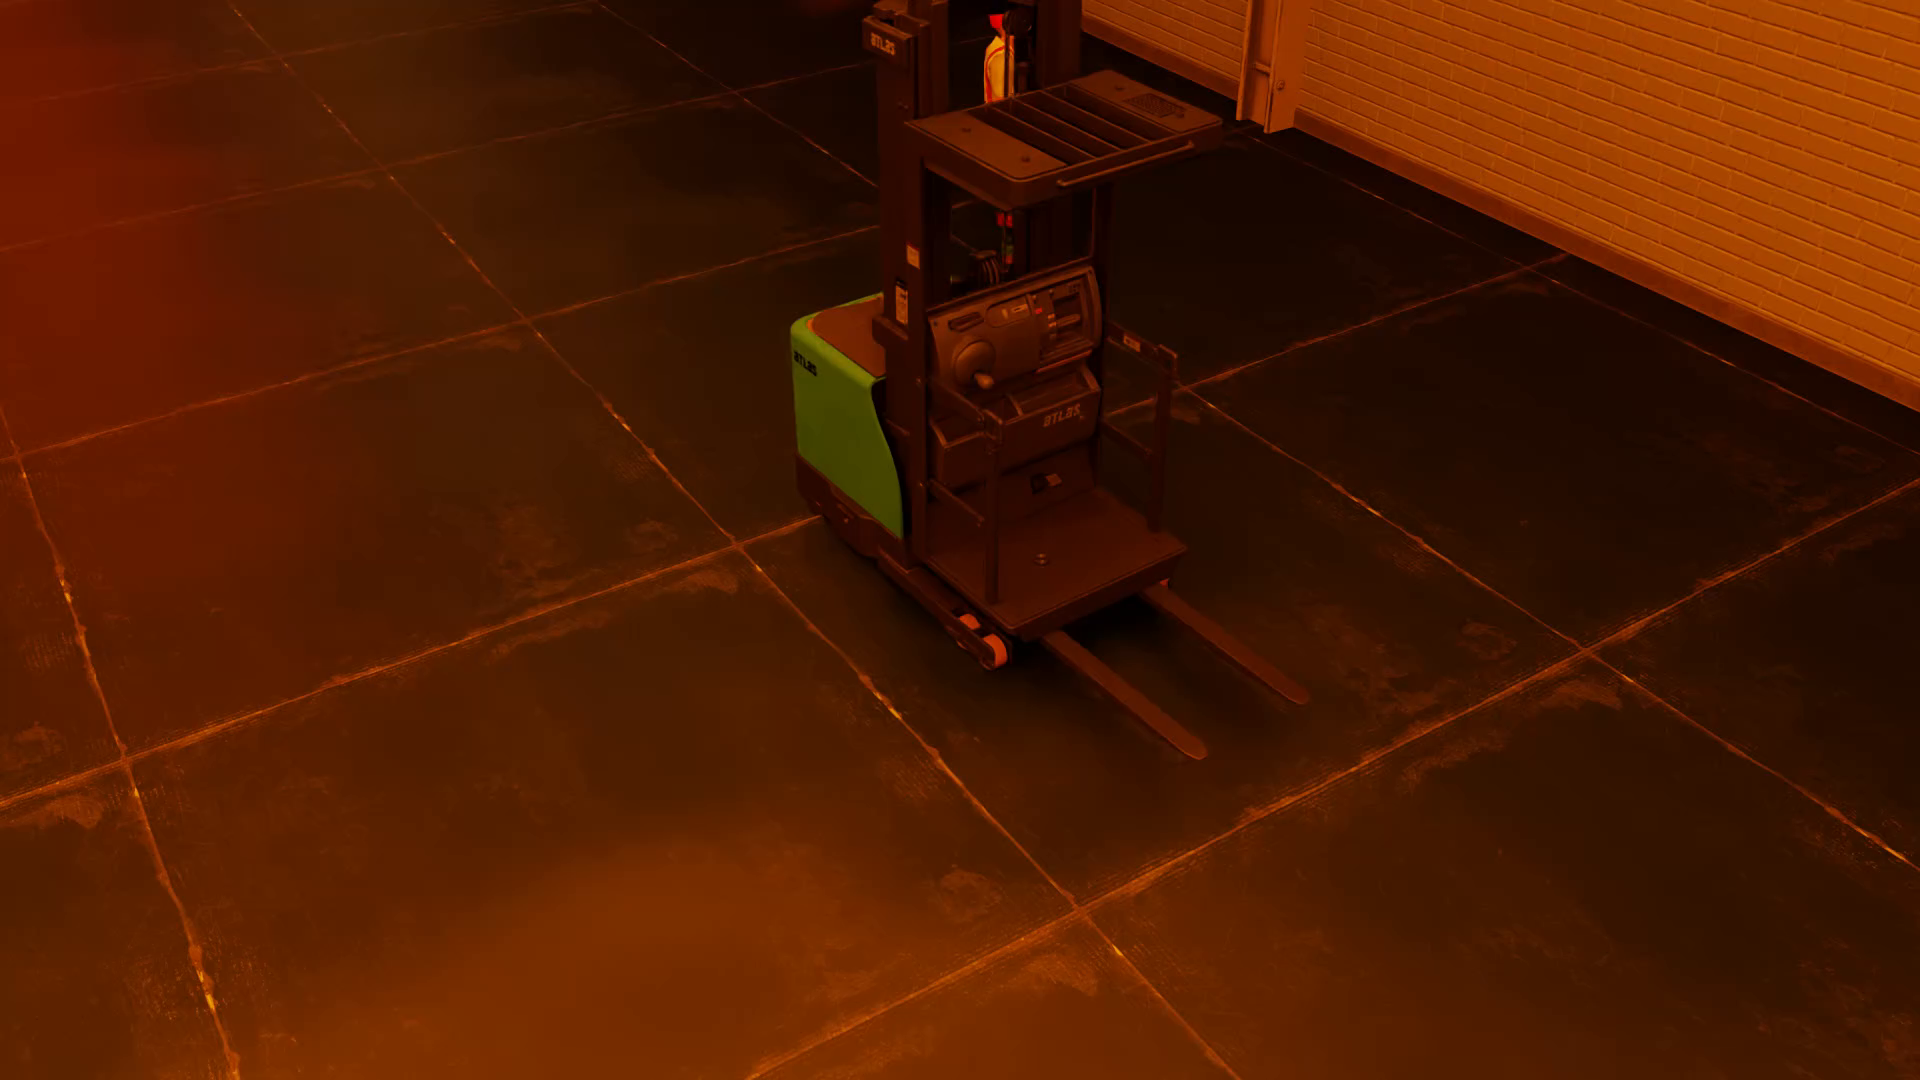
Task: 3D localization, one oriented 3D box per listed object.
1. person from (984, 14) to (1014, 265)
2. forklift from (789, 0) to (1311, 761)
[{"bbox_3d":[0.431,-2.638,10.886,0.564,1.790,0.648,-2,35,-3],"label":"person"},{"bbox_3d":[0.389,-0.907,7.439,1.130,2.935,3.031,-23,41,-29],"label":"forklift"}]
